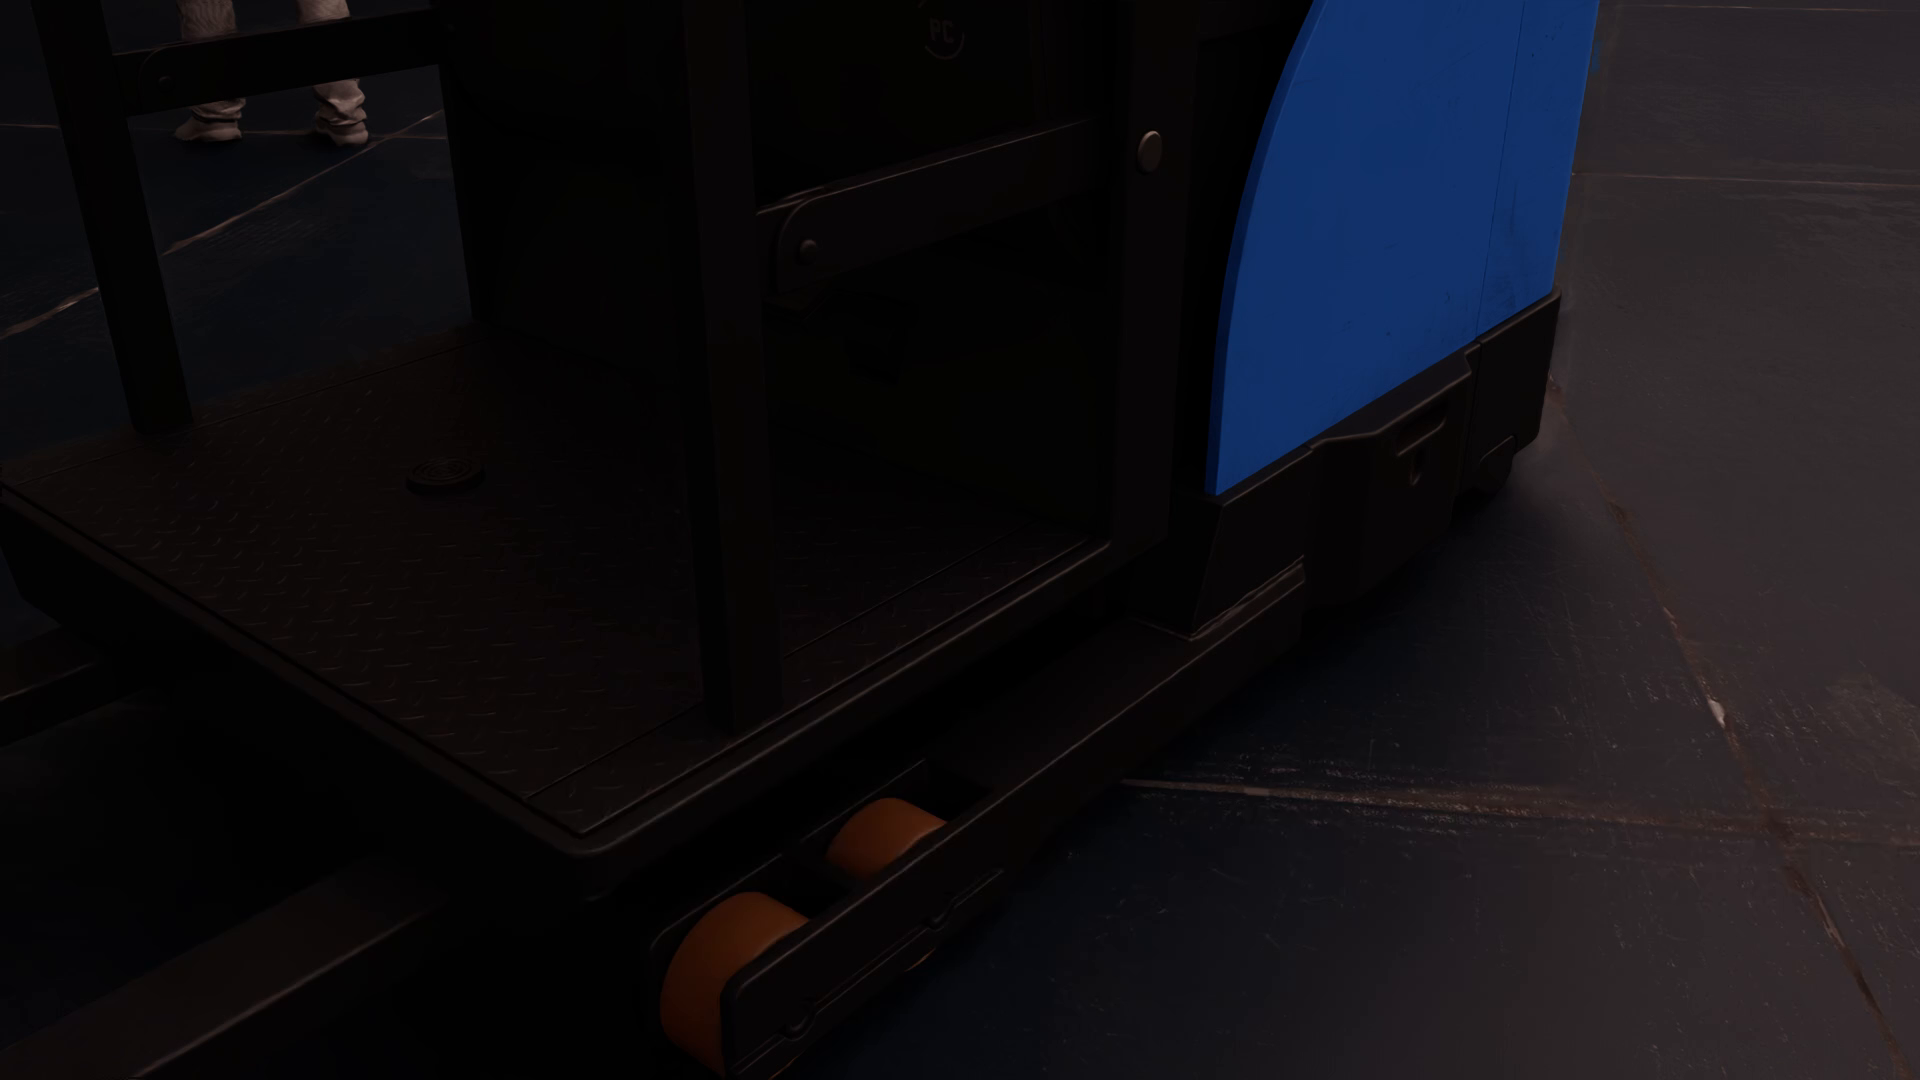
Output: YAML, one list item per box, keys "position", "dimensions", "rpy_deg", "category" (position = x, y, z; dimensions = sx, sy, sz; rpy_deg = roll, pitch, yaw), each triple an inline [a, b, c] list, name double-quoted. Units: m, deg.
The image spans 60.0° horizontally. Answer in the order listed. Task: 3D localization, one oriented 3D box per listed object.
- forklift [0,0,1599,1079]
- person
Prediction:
- position: [-0.391, -1.073, 1.367]
  dimensions: [1.130, 2.935, 3.031]
  rpy_deg: [20, 33, 35]
  category: "forklift"
- position: [-1.951, -1.959, 4.494]
  dimensions: [0.613, 1.797, 0.520]
  rpy_deg: [-17, 31, -30]
  category: "person"
